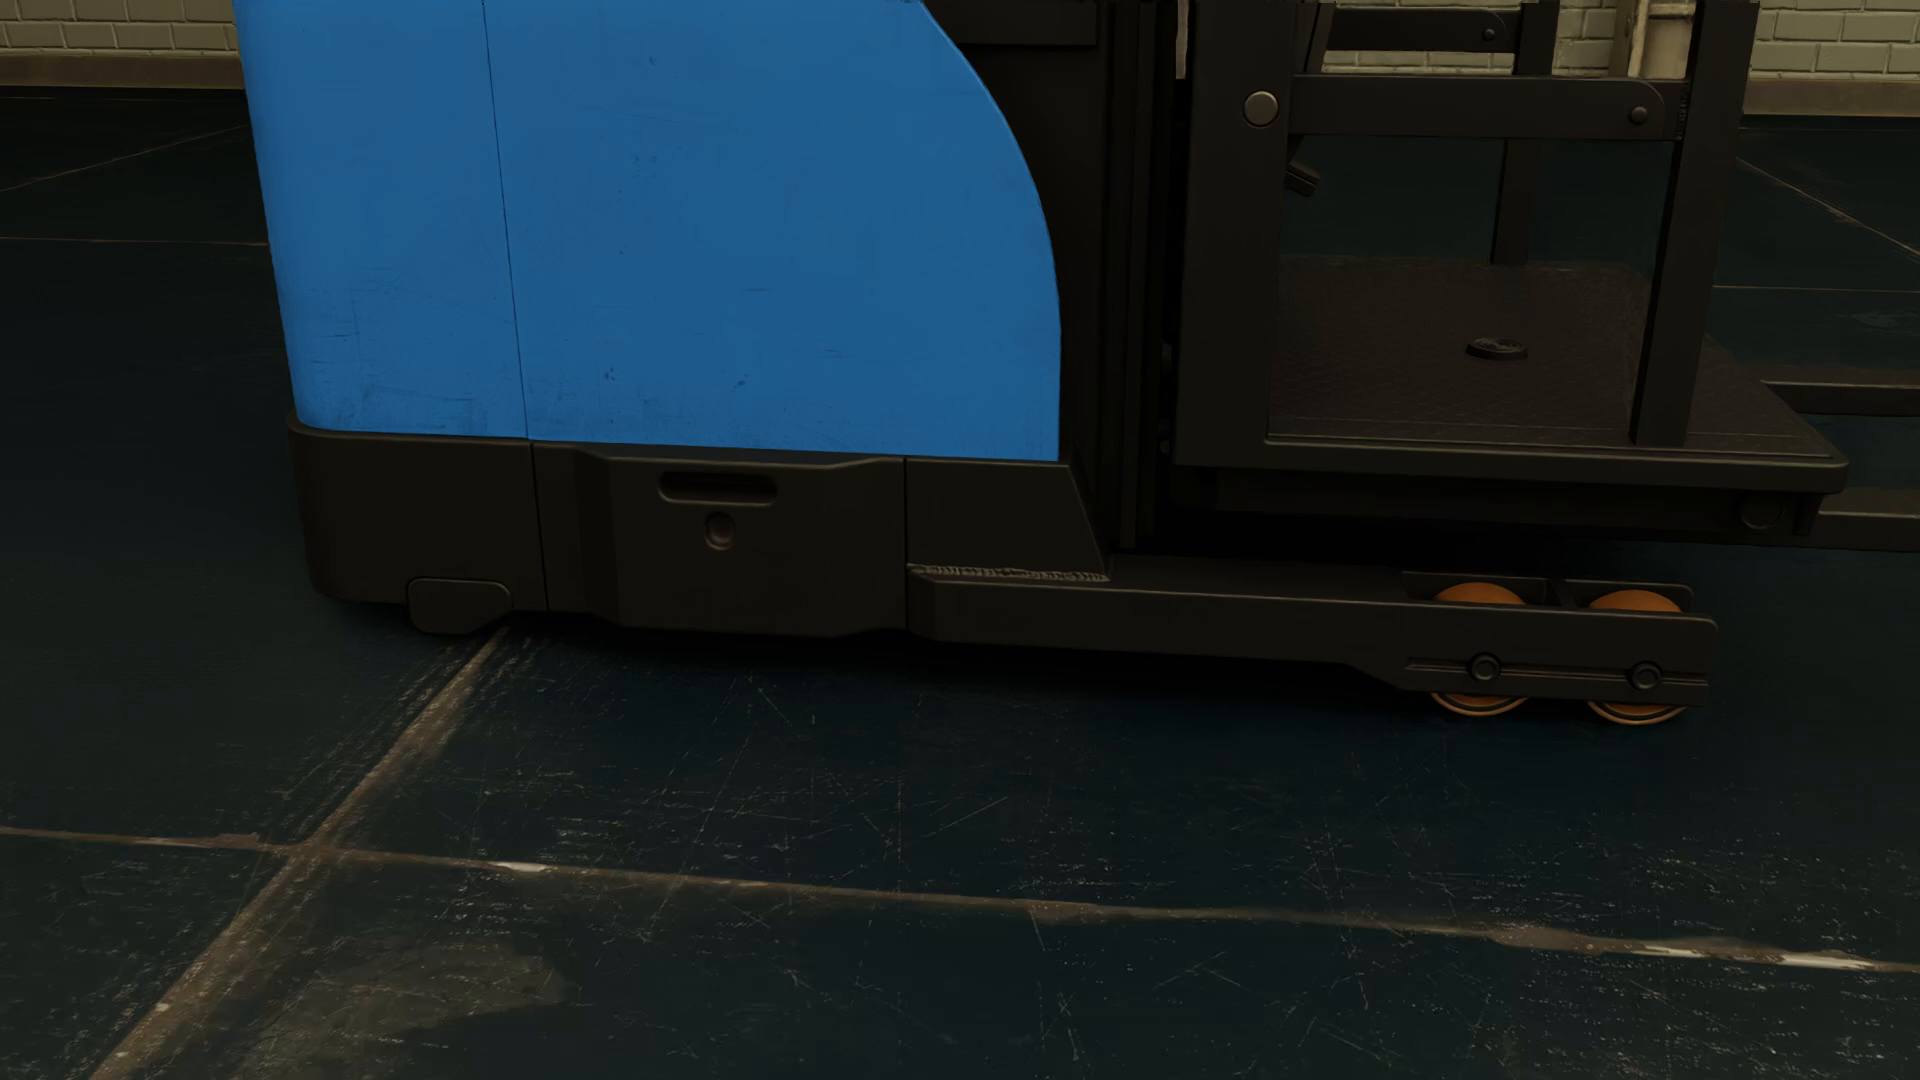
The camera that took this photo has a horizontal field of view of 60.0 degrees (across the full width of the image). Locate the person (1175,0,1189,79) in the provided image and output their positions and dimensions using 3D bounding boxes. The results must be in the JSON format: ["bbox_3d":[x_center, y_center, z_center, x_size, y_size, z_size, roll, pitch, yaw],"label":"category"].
[{"bbox_3d":[0.424,-1.502,3.985,0.400,1.671,0.603,5,23,13],"label":"person"}]

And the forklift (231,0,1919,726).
[{"bbox_3d":[0.636,-1.337,2.074,3.031,2.935,1.130,3,22,7],"label":"forklift"}]
